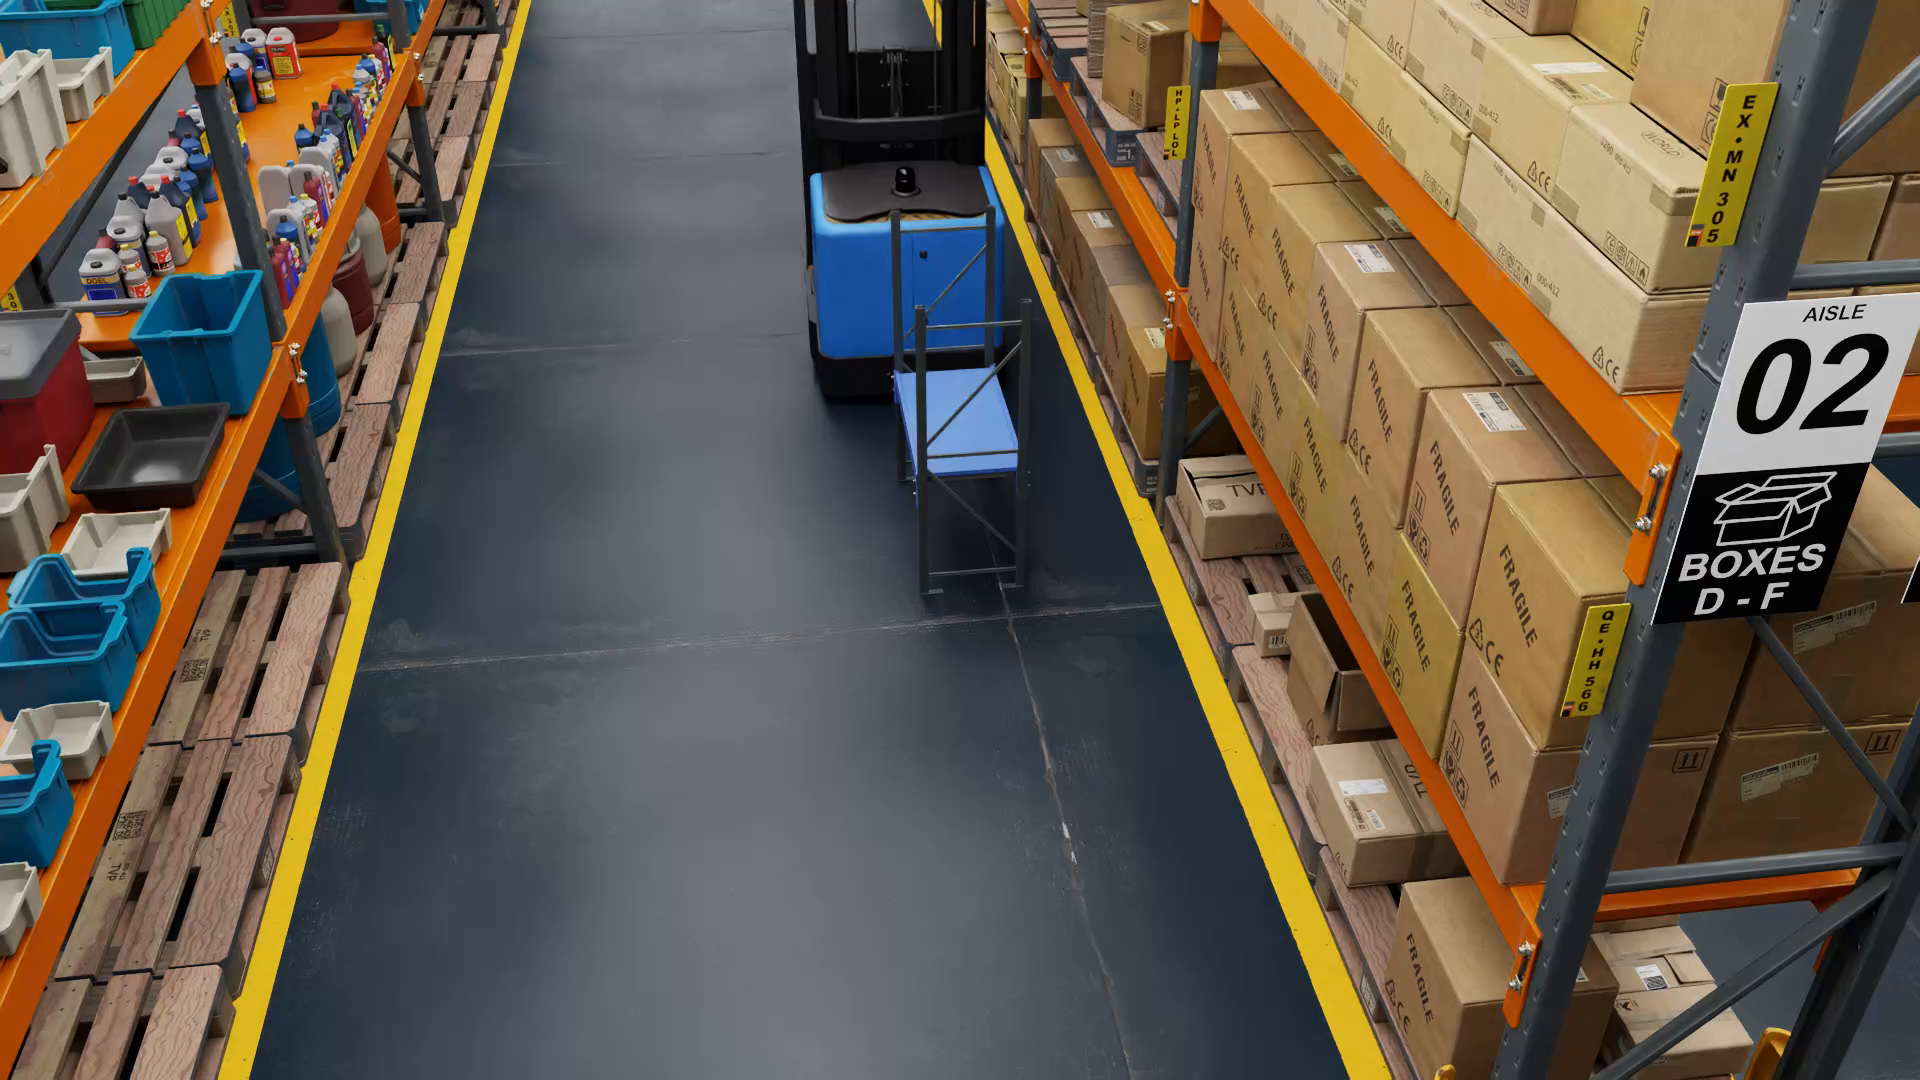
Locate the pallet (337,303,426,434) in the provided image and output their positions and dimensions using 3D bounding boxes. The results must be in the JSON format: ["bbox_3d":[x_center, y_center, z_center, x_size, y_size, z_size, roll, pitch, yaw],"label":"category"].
[{"bbox_3d":[-3.649,-0.962,9.474,1.003,0.211,1.213,-4,35,-6],"label":"pallet"}]

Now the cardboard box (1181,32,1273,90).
[{"bbox_3d":[1.492,-2.246,8.421,0.700,0.500,0.500,1,34,1],"label":"cardboard box"}]

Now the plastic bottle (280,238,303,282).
[{"bbox_3d":[-3.097,-1.290,7.656,0.097,0.201,0.097,0,34,0],"label":"plastic bottle"}]

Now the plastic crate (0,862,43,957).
[{"bbox_3d":[-2.549,0.970,4.343,0.250,0.136,0.298,-4,35,-6],"label":"plastic crate"}]

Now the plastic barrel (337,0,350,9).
[{"bbox_3d":[-4.307,-3.834,11.113,0.421,0.512,0.421,0,34,0],"label":"plastic barrel"}]

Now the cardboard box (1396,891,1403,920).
[{"bbox_3d":[1.745,1.333,5.756,0.380,0.166,0.250,-4,35,-6],"label":"cardboard box"}]

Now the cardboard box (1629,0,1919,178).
[{"bbox_3d":[1.942,-1.118,3.587,0.700,0.500,0.500,-4,35,-6],"label":"cardboard box"}]

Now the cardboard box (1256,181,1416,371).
[{"bbox_3d":[1.413,-0.966,6.028,0.500,0.500,0.500,-5,35,-8],"label":"cardboard box"}]

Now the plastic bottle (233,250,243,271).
[{"bbox_3d":[-3.151,-1.221,7.422,0.144,0.351,0.185,-4,35,-6],"label":"plastic bottle"}]

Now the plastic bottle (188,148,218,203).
[{"bbox_3d":[-3.838,-1.850,8.415,0.097,0.271,0.097,0,34,0],"label":"plastic bottle"}]

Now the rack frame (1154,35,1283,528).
[{"bbox_3d":[1.490,-1.371,7.598,1.000,3.000,0.127,-4,35,-6],"label":"rack frame"}]

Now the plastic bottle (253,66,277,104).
[{"bbox_3d":[-4.036,-2.644,9.642,0.097,0.201,0.097,0,34,0],"label":"plastic bottle"}]

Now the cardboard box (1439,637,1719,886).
[{"bbox_3d":[1.698,0.591,4.631,0.500,0.500,0.500,-3,34,-5],"label":"cardboard box"}]

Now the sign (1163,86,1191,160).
[{"bbox_3d":[0.940,-1.805,7.207,0.100,0.325,0.005,-4,35,-6],"label":"sign"}]

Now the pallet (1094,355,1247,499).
[{"bbox_3d":[1.343,-0.670,9.045,1.003,0.211,1.213,-4,35,-6],"label":"pallet"}]

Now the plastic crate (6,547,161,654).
[{"bbox_3d":[-2.806,0.214,5.368,0.416,0.233,0.300,-4,35,-6],"label":"plastic crate"}]

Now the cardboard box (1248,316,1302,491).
[{"bbox_3d":[1.425,-0.542,6.294,0.500,0.500,0.500,-5,35,-7],"label":"cardboard box"}]

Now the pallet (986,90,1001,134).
[{"bbox_3d":[0.719,-3.592,13.334,1.003,0.211,1.213,-4,35,-6],"label":"pallet"}]

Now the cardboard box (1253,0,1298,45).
[{"bbox_3d":[1.373,-1.979,5.960,0.500,0.250,0.500,-4,35,-6],"label":"cardboard box"}]

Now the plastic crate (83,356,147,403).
[{"bbox_3d":[-3.498,-0.643,6.711,0.396,0.136,0.243,-4,35,-6],"label":"plastic crate"}]

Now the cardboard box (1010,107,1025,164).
[{"bbox_3d":[0.639,-2.916,11.933,0.500,0.250,0.500,-4,34,-5],"label":"cardboard box"}]

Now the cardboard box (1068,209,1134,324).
[{"bbox_3d":[0.944,-1.613,9.783,0.500,0.500,0.500,-5,35,-8],"label":"cardboard box"}]

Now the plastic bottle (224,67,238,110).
[{"bbox_3d":[-4.184,-2.579,9.475,0.061,0.283,0.133,-4,35,-6],"label":"plastic bottle"}]

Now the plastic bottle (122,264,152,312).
[{"bbox_3d":[-3.671,-1.131,7.423,0.097,0.201,0.097,0,34,0],"label":"plastic bottle"}]

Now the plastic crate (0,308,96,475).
[{"bbox_3d":[-3.548,-0.532,6.257,0.402,0.464,0.583,-4,35,-6],"label":"plastic crate"}]

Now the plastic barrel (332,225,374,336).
[{"bbox_3d":[-3.723,-1.505,9.563,0.600,0.588,0.708,-4,35,-6],"label":"plastic barrel"}]

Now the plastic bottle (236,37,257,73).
[{"bbox_3d":[-4.231,-2.844,9.874,0.097,0.271,0.097,0,34,0],"label":"plastic bottle"}]

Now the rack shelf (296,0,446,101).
[{"bbox_3d":[-4.226,-4.049,12.166,1.077,0.370,4.000,-4,35,-6],"label":"rack shelf"}]

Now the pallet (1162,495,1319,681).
[{"bbox_3d":[1.581,0.165,7.821,1.003,0.211,1.213,-4,35,-6],"label":"pallet"}]

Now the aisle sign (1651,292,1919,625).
[{"bbox_3d":[1.733,-0.152,3.501,0.394,0.787,0.004,-4,35,-6],"label":"aisle sign"}]

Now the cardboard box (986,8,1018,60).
[{"bbox_3d":[0.431,-3.997,13.022,0.500,0.311,0.500,-3,34,-5],"label":"cardboard box"}]

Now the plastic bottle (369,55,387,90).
[{"bbox_3d":[-3.452,-2.760,9.813,0.097,0.201,0.097,0,34,0],"label":"plastic bottle"}]

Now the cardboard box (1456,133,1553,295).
[{"bbox_3d":[1.641,-0.863,4.322,0.500,0.250,0.500,-4,35,-6],"label":"cardboard box"}]

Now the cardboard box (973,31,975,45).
[{"bbox_3d":[0.362,-4.054,13.605,0.500,0.250,0.500,-5,35,-8],"label":"cardboard box"}]

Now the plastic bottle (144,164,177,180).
[{"bbox_3d":[-3.928,-1.702,8.195,0.152,0.276,0.135,-4,35,-6],"label":"plastic bottle"}]

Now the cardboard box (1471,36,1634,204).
[{"bbox_3d":[1.638,-1.069,4.181,0.500,0.250,0.500,-4,35,-6],"label":"cardboard box"}]

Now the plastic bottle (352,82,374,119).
[{"bbox_3d":[-3.386,-2.488,9.414,0.097,0.201,0.097,0,34,0],"label":"plastic bottle"}]

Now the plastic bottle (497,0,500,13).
[{"bbox_3d":[-4.117,-4.755,14.658,0.097,0.201,0.097,0,34,0],"label":"plastic bottle"}]

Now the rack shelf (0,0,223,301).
[{"bbox_3d":[-3.150,-0.824,4.771,1.077,0.370,4.000,-4,35,-6],"label":"rack shelf"}]

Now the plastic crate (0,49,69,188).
[{"bbox_3d":[-2.873,-1.217,4.813,0.437,0.282,0.530,-4,35,-6],"label":"plastic crate"}]

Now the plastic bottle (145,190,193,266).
[{"bbox_3d":[-3.724,-1.477,7.797,0.144,0.351,0.185,-4,35,-6],"label":"plastic bottle"}]

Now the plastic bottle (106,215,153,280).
[{"bbox_3d":[-3.842,-1.346,7.672,0.152,0.276,0.135,-4,35,-6],"label":"plastic bottle"}]

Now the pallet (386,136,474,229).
[{"bbox_3d":[-4.023,-2.513,11.750,1.003,0.211,1.213,-4,35,-6],"label":"pallet"}]

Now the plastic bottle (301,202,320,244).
[{"bbox_3d":[-3.155,-1.528,8.005,0.097,0.201,0.097,0,34,0],"label":"plastic bottle"}]

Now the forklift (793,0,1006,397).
[{"bbox_3d":[-0.423,-2.828,9.797,1.130,2.935,3.031,-4,34,-5],"label":"forklift"}]

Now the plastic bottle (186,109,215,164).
[{"bbox_3d":[-4.033,-2.139,8.835,0.152,0.276,0.135,-4,35,-6],"label":"plastic bottle"}]

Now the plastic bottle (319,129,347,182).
[{"bbox_3d":[-3.261,-1.999,8.634,0.097,0.271,0.097,0,34,0],"label":"plastic bottle"}]

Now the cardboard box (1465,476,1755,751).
[{"bbox_3d":[1.695,0.179,4.347,0.500,0.500,0.500,-5,35,-7],"label":"cardboard box"}]

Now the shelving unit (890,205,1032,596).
[{"bbox_3d":[-0.011,-0.667,7.897,0.538,1.500,1.048,-4,35,-6],"label":"shelving unit"}]

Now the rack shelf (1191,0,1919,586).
[{"bbox_3d":[1.759,-1.197,5.318,1.077,0.370,4.000,-4,35,-6],"label":"rack shelf"}]

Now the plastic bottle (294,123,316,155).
[{"bbox_3d":[-3.417,-2.043,8.698,0.097,0.271,0.097,0,34,0],"label":"plastic bottle"}]

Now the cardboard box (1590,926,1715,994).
[{"bbox_3d":[2.278,1.451,5.583,0.380,0.166,0.250,-4,35,-6],"label":"cardboard box"}]

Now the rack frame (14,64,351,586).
[{"bbox_3d":[-3.419,-0.998,7.051,1.000,3.000,0.127,-4,35,-6],"label":"rack frame"}]

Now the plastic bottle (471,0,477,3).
[{"bbox_3d":[-4.335,-5.020,14.915,0.144,0.351,0.185,-4,35,-6],"label":"plastic bottle"}]
